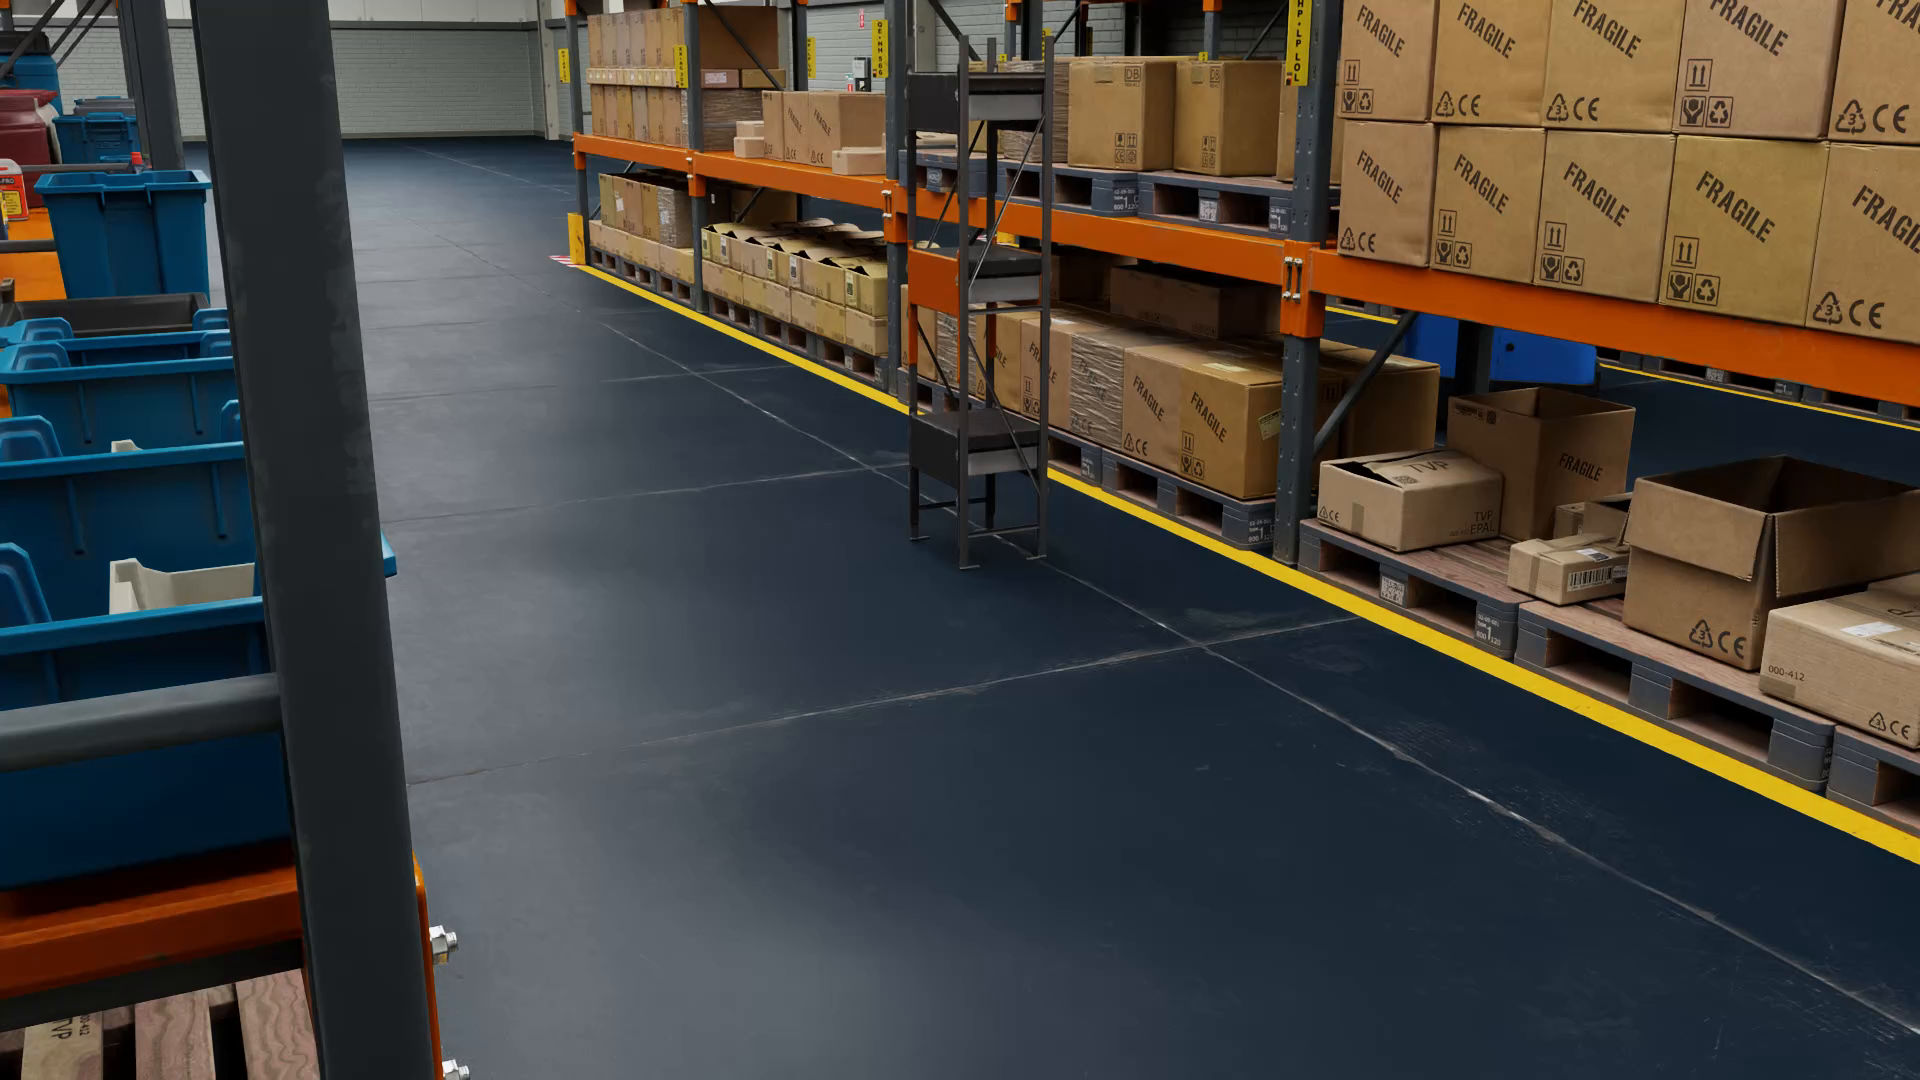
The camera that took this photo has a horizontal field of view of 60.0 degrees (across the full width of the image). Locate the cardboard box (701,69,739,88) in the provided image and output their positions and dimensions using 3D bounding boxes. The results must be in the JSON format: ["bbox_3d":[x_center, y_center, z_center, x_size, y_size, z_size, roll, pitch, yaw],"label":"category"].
[{"bbox_3d":[-2.035,-3.788,13.655,0.380,0.149,0.250,-8,18,-25],"label":"cardboard box"}]

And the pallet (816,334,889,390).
[{"bbox_3d":[-0.297,-1.263,11.270,1.003,0.211,1.213,-8,18,-25],"label":"pallet"}]

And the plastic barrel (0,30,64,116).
[{"bbox_3d":[-6.281,-2.897,11.001,0.600,0.901,0.708,-8,18,-25],"label":"plastic barrel"}]

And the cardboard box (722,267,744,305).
[{"bbox_3d":[-1.547,-2.010,13.040,0.500,0.250,0.500,-7,18,-24],"label":"cardboard box"}]

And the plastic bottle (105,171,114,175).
[{"bbox_3d":[-3.413,-1.346,6.713,0.061,0.283,0.133,-8,18,-25],"label":"plastic bottle"}]

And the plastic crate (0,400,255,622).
[{"bbox_3d":[-1.022,-0.026,2.098,0.416,0.233,0.300,-8,18,-25],"label":"plastic crate"}]

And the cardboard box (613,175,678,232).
[{"bbox_3d":[-2.990,-3.213,15.873,0.500,0.500,0.500,-8,18,-25],"label":"cardboard box"}]

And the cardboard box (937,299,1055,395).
[{"bbox_3d":[0.206,-1.128,9.478,0.500,0.500,0.500,-8,18,-27],"label":"cardboard box"}]

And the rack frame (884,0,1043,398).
[{"bbox_3d":[0.029,-2.395,10.157,1.000,3.000,0.127,-8,18,-25],"label":"rack frame"}]

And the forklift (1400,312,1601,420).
[{"bbox_3d":[3.438,-2.391,10.268,1.130,2.935,3.031,5,17,17],"label":"forklift"}]

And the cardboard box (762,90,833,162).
[{"bbox_3d":[-1.171,-3.112,12.474,0.500,0.500,0.500,-6,17,-21],"label":"cardboard box"}]

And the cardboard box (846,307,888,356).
[{"bbox_3d":[-0.421,-1.376,10.831,0.500,0.250,0.500,-7,18,-24],"label":"cardboard box"}]

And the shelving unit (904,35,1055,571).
[{"bbox_3d":[0.072,-0.968,6.818,0.431,2.100,0.503,-8,18,-25],"label":"shelving unit"}]

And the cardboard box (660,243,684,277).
[{"bbox_3d":[-2.333,-2.480,14.680,0.500,0.250,0.500,-8,18,-25],"label":"cardboard box"}]

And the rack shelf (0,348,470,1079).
[{"bbox_3d":[-1.797,0.036,2.990,1.077,0.370,4.000,-8,18,-25],"label":"rack shelf"}]

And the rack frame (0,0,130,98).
[{"bbox_3d":[-7.930,-3.781,14.987,1.000,3.000,0.127,-8,18,-25],"label":"rack frame"}]

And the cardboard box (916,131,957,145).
[{"bbox_3d":[-0.091,-2.447,10.502,0.500,0.311,0.500,-6,17,-21],"label":"cardboard box"}]

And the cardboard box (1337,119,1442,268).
[{"bbox_3d":[1.759,-1.292,6.132,0.500,0.500,0.500,-7,17,-23],"label":"cardboard box"}]

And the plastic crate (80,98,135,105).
[{"bbox_3d":[-5.691,-2.737,11.233,0.402,0.464,0.583,-8,18,-25],"label":"plastic crate"}]

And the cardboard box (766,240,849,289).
[{"bbox_3d":[-1.092,-2.023,12.068,0.500,0.311,0.500,-7,17,-23],"label":"cardboard box"}]

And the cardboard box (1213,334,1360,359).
[{"bbox_3d":[1.545,-0.693,7.962,0.500,0.500,0.500,-7,18,-24],"label":"cardboard box"}]

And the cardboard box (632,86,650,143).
[{"bbox_3d":[-2.602,-3.926,15.311,0.700,0.500,0.500,-7,17,-23],"label":"cardboard box"}]

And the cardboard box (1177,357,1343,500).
[{"bbox_3d":[1.307,-0.501,7.291,0.500,0.500,0.500,-8,18,-25],"label":"cardboard box"}]

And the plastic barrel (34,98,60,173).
[{"bbox_3d":[-5.253,-2.185,9.222,0.421,0.512,0.421,0,16,0],"label":"plastic barrel"}]

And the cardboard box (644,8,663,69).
[{"bbox_3d":[-2.365,-4.417,14.671,0.700,0.500,0.500,-8,18,-25],"label":"cardboard box"}]

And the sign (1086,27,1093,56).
[{"bbox_3d":[1.483,-5.748,19.172,0.100,0.325,0.005,-8,18,-25],"label":"sign"}]

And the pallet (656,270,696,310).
[{"bbox_3d":[-2.034,-2.249,14.703,1.003,0.211,1.213,-8,18,-25],"label":"pallet"}]

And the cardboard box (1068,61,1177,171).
[{"bbox_3d":[0.952,-2.083,8.130,0.700,0.500,0.500,-13,21,-39],"label":"cardboard box"}]

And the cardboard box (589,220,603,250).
[{"bbox_3d":[-3.441,-3.099,16.834,0.500,0.250,0.500,-8,18,-25],"label":"cardboard box"}]

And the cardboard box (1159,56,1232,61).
[{"bbox_3d":[2.243,-4.364,15.896,0.500,0.500,0.500,-8,18,-25],"label":"cardboard box"}]

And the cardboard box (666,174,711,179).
[{"bbox_3d":[-2.522,-3.276,16.092,0.500,0.500,0.500,-8,18,-25],"label":"cardboard box"}]

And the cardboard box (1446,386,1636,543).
[{"bbox_3d":[2.286,-0.306,6.613,0.500,0.500,0.500,-8,18,-25],"label":"cardboard box"}]

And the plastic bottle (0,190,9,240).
[{"bbox_3d":[-3.775,-1.295,6.414,0.144,0.351,0.185,-8,18,-25],"label":"plastic bottle"}]

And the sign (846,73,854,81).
[{"bbox_3d":[-1.773,-7.433,26.690,0.001,0.109,0.331,-8,18,-25],"label":"sign"}]

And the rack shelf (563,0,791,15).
[{"bbox_3d":[-2.600,-4.978,15.027,1.077,0.370,4.000,-8,18,-25],"label":"rack shelf"}]

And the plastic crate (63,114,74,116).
[{"bbox_3d":[-6.293,-2.904,12.046,0.767,0.338,0.504,-8,18,-25],"label":"plastic crate"}]

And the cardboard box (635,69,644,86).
[{"bbox_3d":[-2.709,-4.168,14.981,0.380,0.149,0.250,-7,17,-23],"label":"cardboard box"}]

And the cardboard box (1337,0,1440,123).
[{"bbox_3d":[1.735,-1.781,6.024,0.500,0.500,0.500,-7,17,-23],"label":"cardboard box"}]

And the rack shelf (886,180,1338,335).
[{"bbox_3d":[0.905,-1.553,8.529,1.077,0.370,4.000,-8,18,-25],"label":"rack shelf"}]

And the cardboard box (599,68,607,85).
[{"bbox_3d":[-3.272,-4.488,16.094,0.380,0.149,0.250,-8,18,-25],"label":"cardboard box"}]

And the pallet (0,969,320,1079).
[{"bbox_3d":[-1.778,1.016,3.329,1.003,0.211,1.213,-8,18,-25],"label":"pallet"}]

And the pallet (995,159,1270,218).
[{"bbox_3d":[0.885,-1.821,8.506,1.003,0.211,1.213,-8,18,-25],"label":"pallet"}]

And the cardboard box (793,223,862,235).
[{"bbox_3d":[-1.055,-2.342,13.182,0.500,0.311,0.500,-7,17,-23],"label":"cardboard box"}]

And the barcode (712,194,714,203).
[{"bbox_3d":[-1.986,-2.744,13.370,0.001,0.075,0.075,-8,18,-25],"label":"barcode"}]

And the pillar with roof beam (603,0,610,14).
[{"bbox_3d":[-12.324,-13.223,37.016,9.100,9.000,0.400,-8,18,-25],"label":"pillar with roof beam"}]

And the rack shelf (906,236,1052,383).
[{"bbox_3d":[0.072,-0.955,6.822,0.431,0.518,0.480,-8,18,-25],"label":"rack shelf"}]

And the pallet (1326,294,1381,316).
[{"bbox_3d":[3.609,-2.150,14.360,1.003,0.211,1.213,-8,18,-25],"label":"pallet"}]

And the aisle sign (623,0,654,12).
[{"bbox_3d":[-3.241,-5.680,16.892,0.394,0.787,0.004,-8,18,-25],"label":"aisle sign"}]
